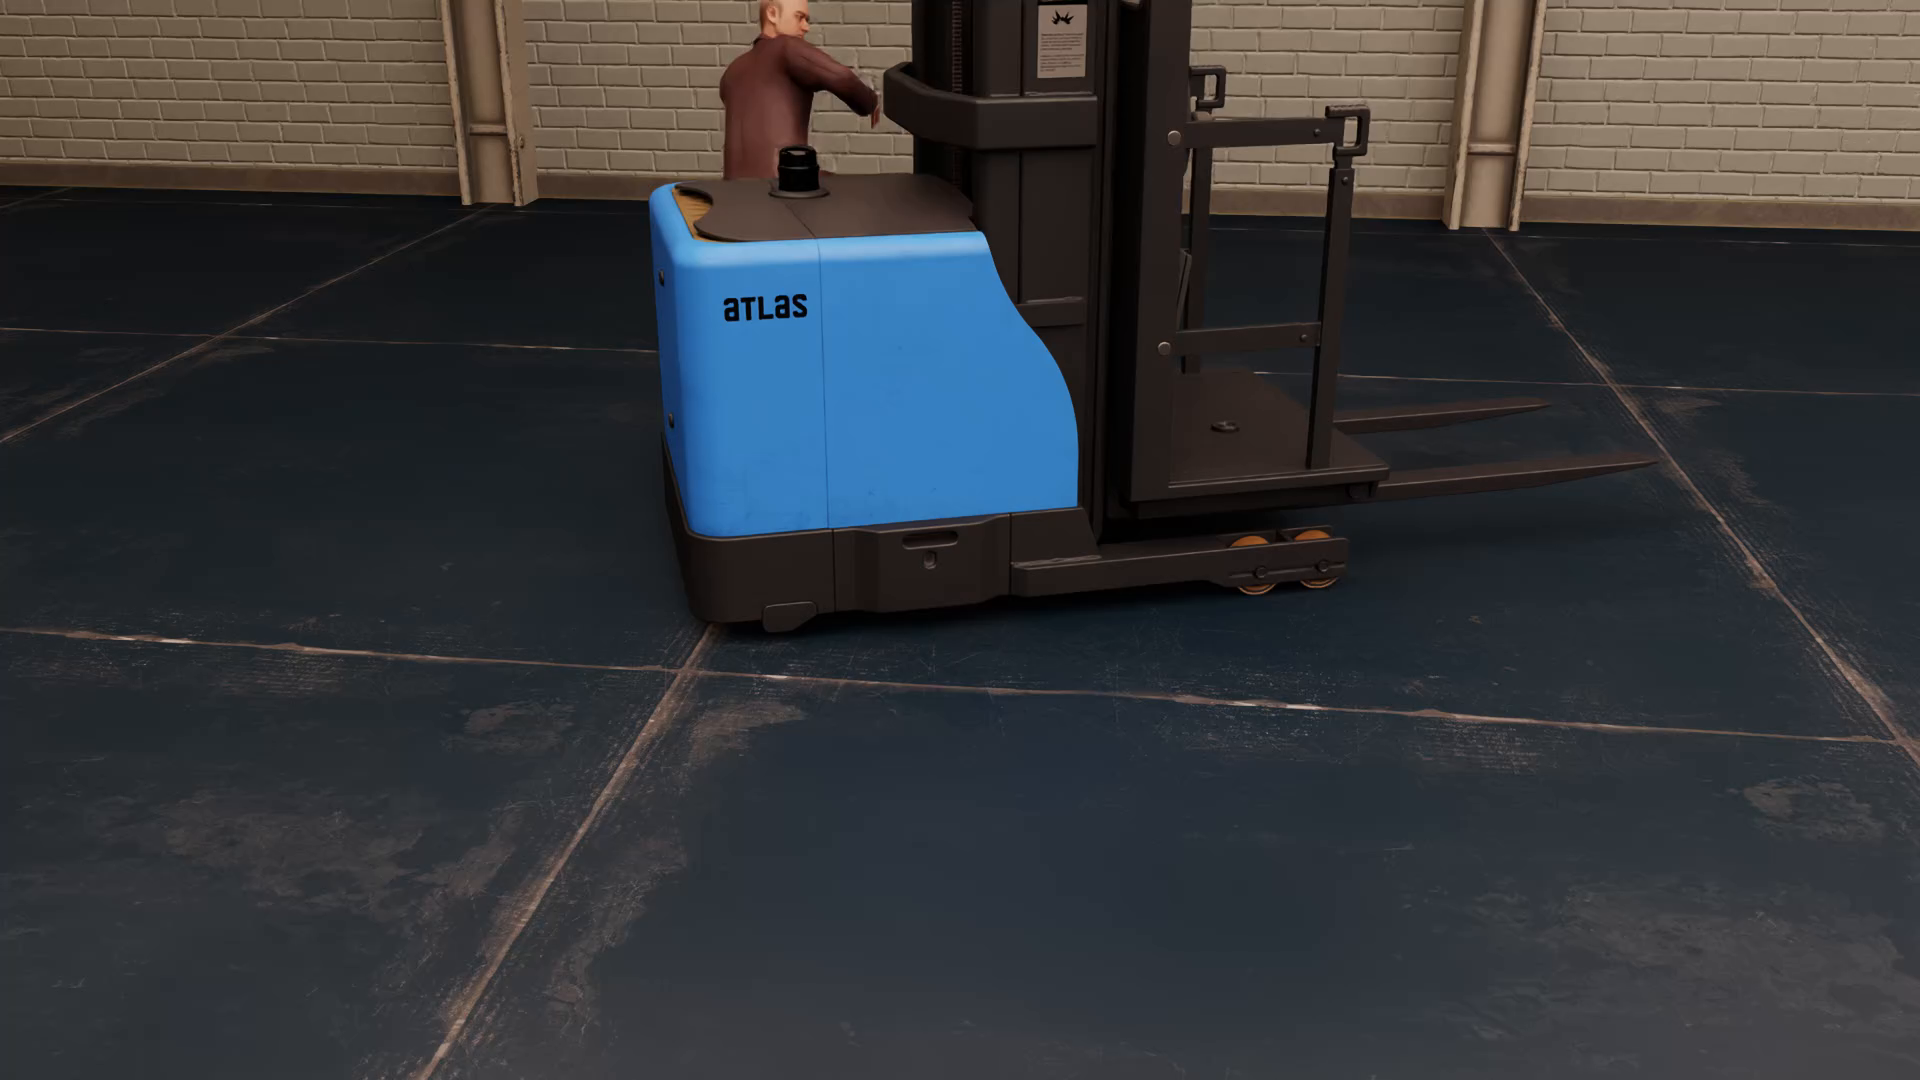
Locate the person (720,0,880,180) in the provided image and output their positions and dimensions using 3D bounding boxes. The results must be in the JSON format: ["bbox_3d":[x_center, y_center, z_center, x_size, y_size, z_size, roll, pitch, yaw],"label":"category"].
[{"bbox_3d":[-0.649,-1.536,7.029,0.846,1.532,0.910,13,26,30],"label":"person"}]

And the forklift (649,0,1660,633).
[{"bbox_3d":[0.641,-1.388,4.700,3.031,2.935,1.130,-5,23,-13],"label":"forklift"}]
